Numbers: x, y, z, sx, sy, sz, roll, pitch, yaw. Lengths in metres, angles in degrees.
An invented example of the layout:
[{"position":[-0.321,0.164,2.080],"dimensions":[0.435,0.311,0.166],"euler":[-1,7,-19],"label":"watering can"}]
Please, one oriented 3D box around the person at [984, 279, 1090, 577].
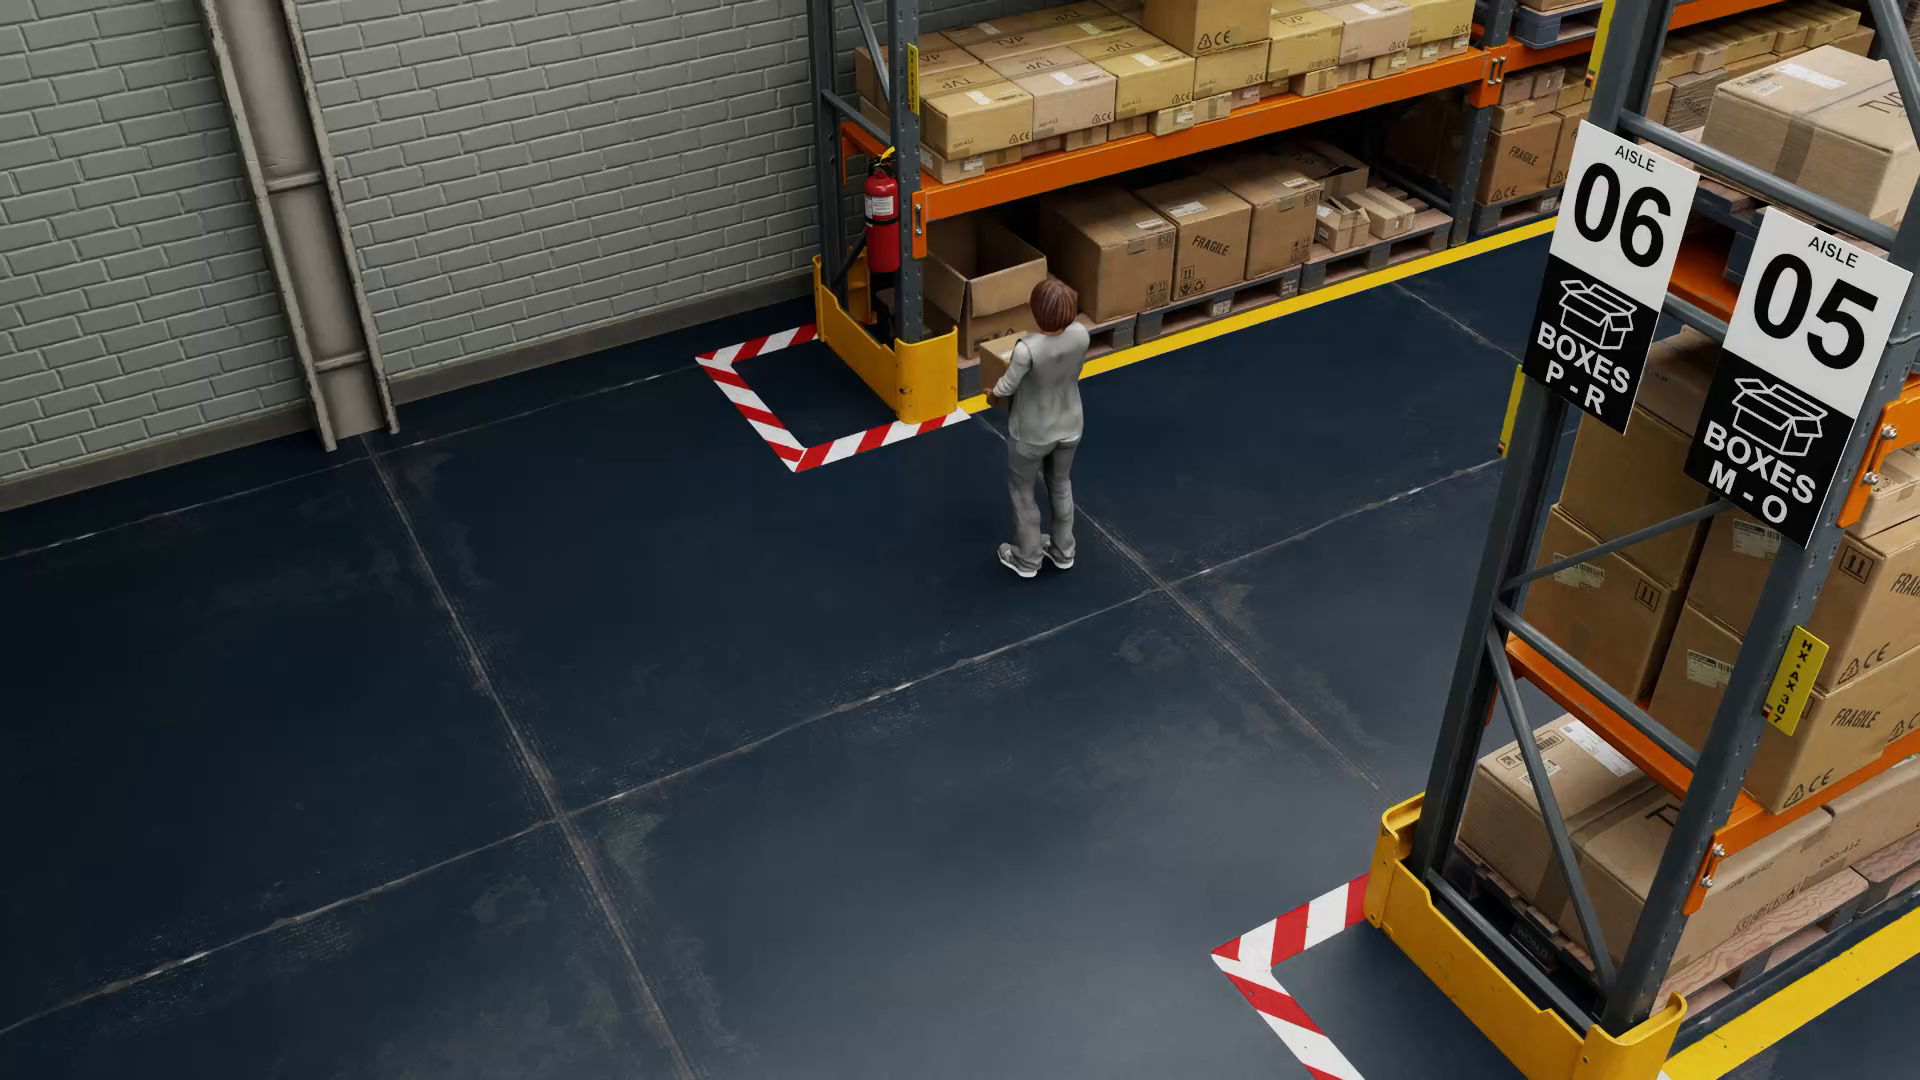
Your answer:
[{"position":[0.346,-0.539,7.657],"dimensions":[0.404,1.576,0.499],"euler":[-19,41,-23],"label":"person"}]
